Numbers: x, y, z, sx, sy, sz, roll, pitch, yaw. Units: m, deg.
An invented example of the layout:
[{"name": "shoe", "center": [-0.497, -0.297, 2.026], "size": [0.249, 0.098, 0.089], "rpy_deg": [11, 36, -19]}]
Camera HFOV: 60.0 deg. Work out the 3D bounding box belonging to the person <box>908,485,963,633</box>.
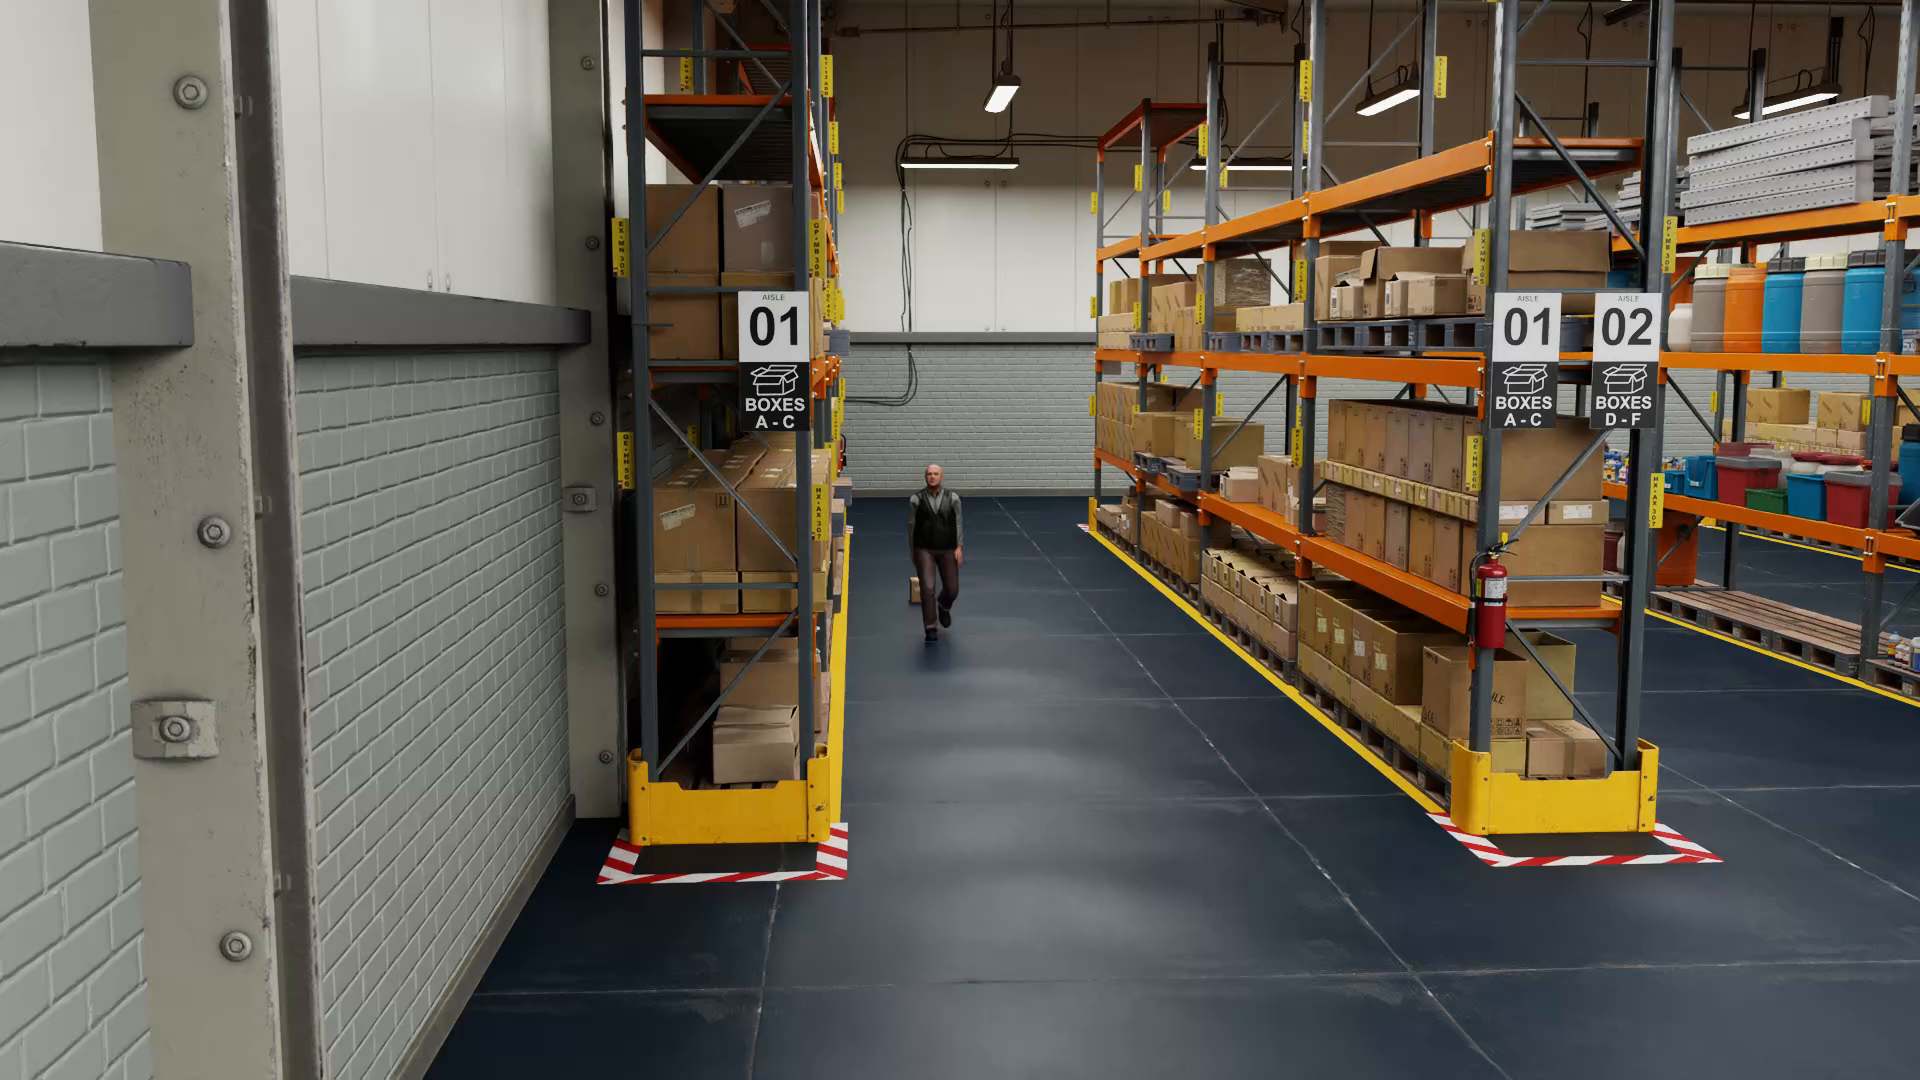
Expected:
[{"name": "person", "center": [-0.247, 0.175, 16.337], "size": [0.535, 1.447, 0.582], "rpy_deg": [-1, 7, -6]}]
